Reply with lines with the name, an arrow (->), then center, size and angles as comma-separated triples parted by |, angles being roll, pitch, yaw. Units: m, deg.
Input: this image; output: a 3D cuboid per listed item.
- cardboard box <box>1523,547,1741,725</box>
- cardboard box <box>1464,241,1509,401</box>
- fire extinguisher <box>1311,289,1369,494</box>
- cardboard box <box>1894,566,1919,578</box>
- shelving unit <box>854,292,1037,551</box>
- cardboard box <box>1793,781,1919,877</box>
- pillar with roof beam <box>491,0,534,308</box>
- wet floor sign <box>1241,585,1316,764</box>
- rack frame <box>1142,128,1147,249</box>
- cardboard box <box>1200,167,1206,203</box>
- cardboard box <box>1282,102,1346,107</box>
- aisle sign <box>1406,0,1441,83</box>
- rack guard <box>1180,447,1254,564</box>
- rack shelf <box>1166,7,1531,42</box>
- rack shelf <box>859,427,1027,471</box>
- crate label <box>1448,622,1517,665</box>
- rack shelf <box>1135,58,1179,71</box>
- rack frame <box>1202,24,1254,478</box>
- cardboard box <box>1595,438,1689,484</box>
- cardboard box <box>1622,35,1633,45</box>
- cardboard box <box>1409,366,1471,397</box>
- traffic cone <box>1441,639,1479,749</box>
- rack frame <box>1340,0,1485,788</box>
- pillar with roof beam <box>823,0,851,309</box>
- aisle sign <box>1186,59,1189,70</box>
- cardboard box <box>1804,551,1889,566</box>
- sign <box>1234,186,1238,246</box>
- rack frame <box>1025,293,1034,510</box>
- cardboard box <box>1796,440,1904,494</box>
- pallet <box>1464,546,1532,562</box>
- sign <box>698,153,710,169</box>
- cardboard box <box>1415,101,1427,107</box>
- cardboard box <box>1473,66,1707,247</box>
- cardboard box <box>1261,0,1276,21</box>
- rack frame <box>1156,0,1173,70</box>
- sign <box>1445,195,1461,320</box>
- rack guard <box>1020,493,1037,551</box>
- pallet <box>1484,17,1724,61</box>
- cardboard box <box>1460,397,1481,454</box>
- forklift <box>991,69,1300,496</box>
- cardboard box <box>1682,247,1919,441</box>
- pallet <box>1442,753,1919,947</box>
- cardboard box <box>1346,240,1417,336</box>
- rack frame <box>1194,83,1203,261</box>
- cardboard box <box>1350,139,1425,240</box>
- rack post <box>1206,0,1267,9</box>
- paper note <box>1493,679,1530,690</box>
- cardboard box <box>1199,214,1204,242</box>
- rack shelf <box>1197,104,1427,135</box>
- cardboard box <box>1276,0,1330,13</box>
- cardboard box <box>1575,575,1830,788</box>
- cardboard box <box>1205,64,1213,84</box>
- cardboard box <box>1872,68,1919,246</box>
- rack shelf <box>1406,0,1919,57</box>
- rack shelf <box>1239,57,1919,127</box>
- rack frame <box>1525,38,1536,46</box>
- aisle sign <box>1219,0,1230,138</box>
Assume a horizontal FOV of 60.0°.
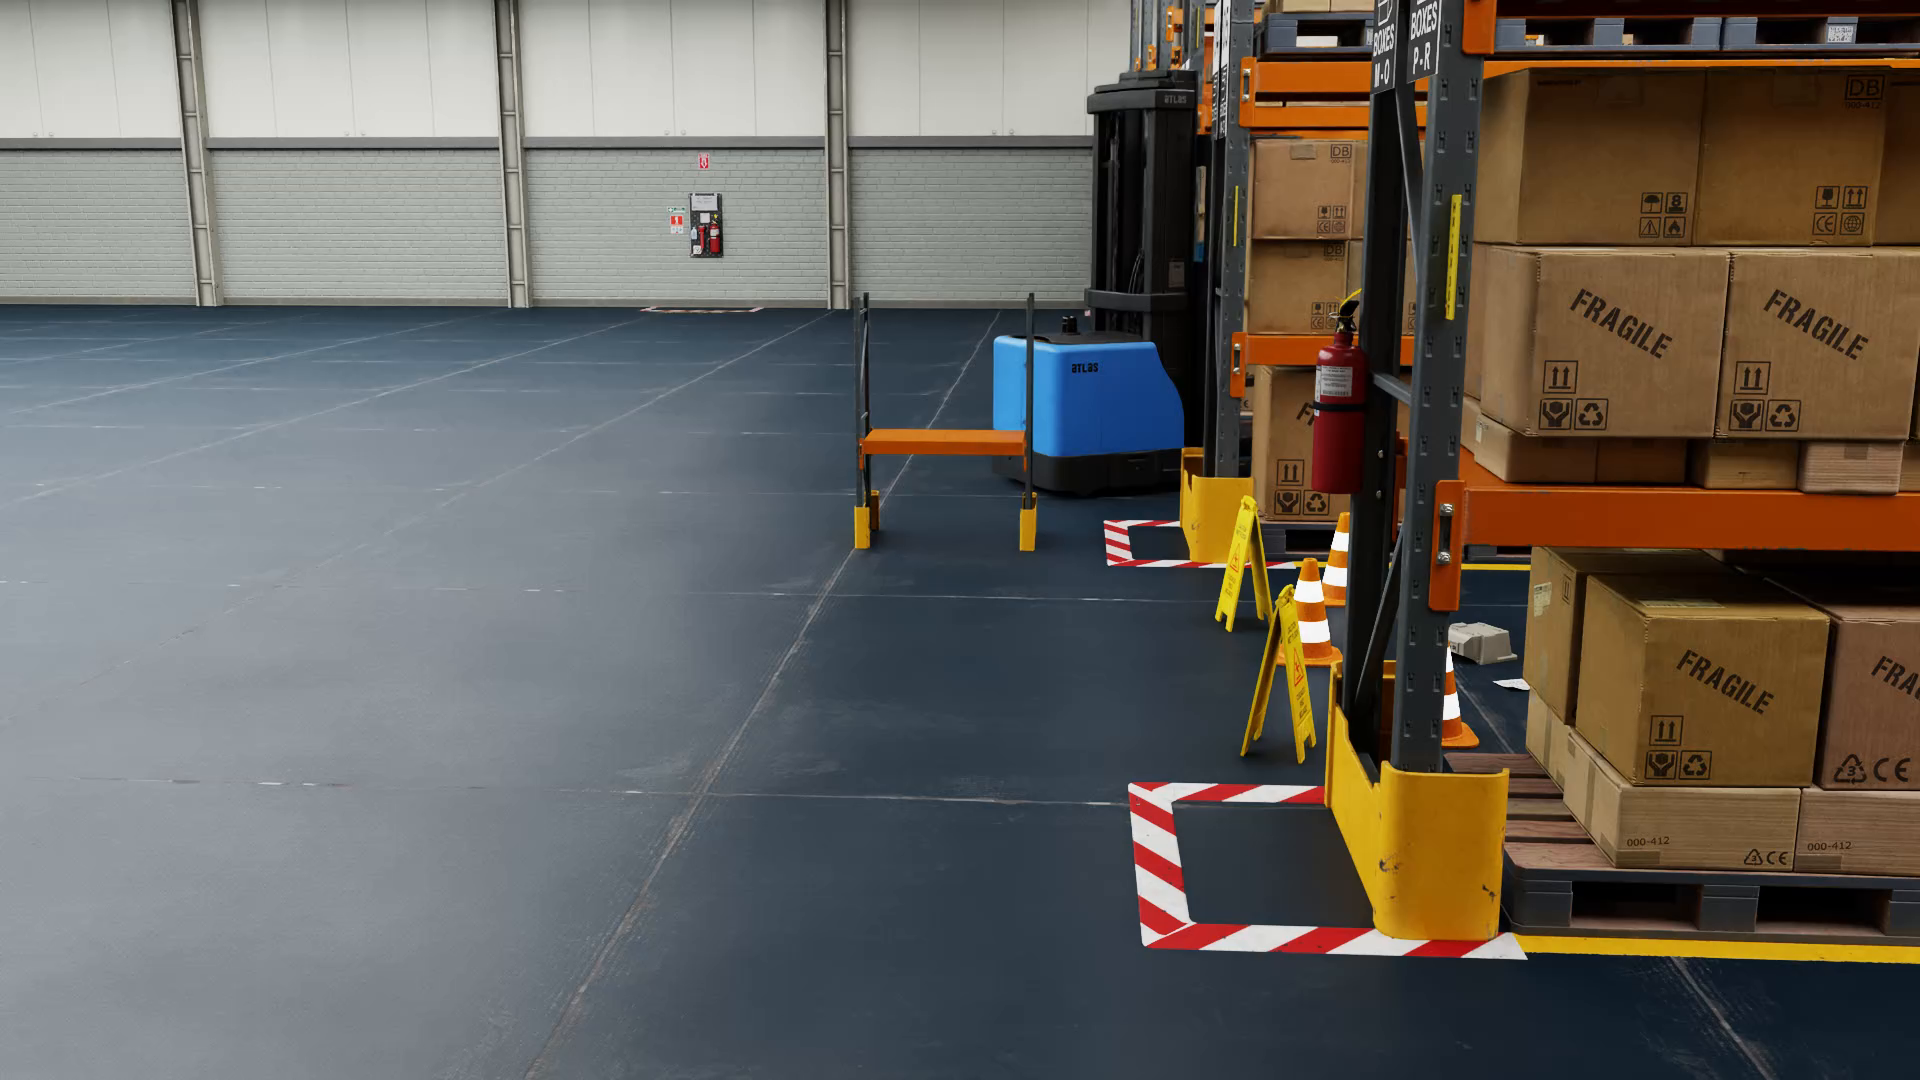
cardboard box -> 2.163, 0.292, 5.405 | 0.500, 0.500, 0.500 | 1, 12, 4
cardboard box -> 1.906, -0.682, 5.234 | 0.500, 0.500, 0.500 | 1, 12, 3
fire extinguisher -> 1.263, -0.497, 5.506 | 0.183, 0.674, 0.296 | 1, 12, 4
cardboard box -> 3.187, 0.307, 5.334 | 0.500, 0.500, 0.500 | 1, 12, 2
shelving unit -> -0.076, -0.735, 10.119 | 1.083, 1.500, 0.587 | 1, 12, 4
cardboard box -> 2.641, 0.777, 4.916 | 0.500, 0.250, 0.500 | 1, 12, 6
pillar with roof beam -> -8.503, -7.888, 25.997 | 0.400, 9.000, 9.100 | 1, 12, 4
wet floor sign -> 1.228, 0.492, 6.339 | 0.232, 0.644, 0.267 | 5, 13, 23
rack frame -> 2.674, -4.487, 24.394 | 0.127, 3.000, 1.000 | 1, 12, 4
cardboard box -> 3.717, -5.155, 24.175 | 0.500, 0.500, 0.700 | 0, 12, 2
cardboard box -> 2.987, -3.793, 14.116 | 0.500, 0.250, 0.500 | 1, 12, 2
aisle sign -> 1.264, -1.649, 4.476 | 0.004, 0.787, 0.394 | 1, 12, 4
rack guard -> 1.552, -0.228, 10.139 | 0.348, 0.500, 1.175 | 1, 12, 4
rack shelf -> 4.335, -5.837, 18.926 | 4.000, 0.370, 1.077 | 1, 12, 4
rack shelf -> -0.085, -0.559, 10.157 | 1.000, 0.185, 0.538 | 1, 12, 4
crate label -> 2.385, 0.471, 7.681 | 0.298, 0.136, 0.250 | -6, 13, -26
rack shelf -> 4.997, -8.055, 28.561 | 4.000, 0.370, 1.077 | 1, 12, 4
rack frame -> 1.576, -1.452, 9.882 | 0.127, 3.000, 1.000 | 1, 12, 4
cardboard box -> 1.924, -0.269, 4.840 | 0.250, 0.149, 0.380 | 1, 12, 5
cardboard box -> 5.533, -4.270, 13.839 | 0.500, 0.500, 0.500 | 0, 12, 2
cardboard box -> 3.135, -0.610, 10.021 | 0.875, 0.875, 0.875 | 1, 12, 3
traffic cone -> 1.861, 0.545, 6.532 | 0.334, 0.463, 0.336 | 1, 12, 4
rack frame -> 1.346, -0.439, 5.041 | 0.127, 3.000, 1.000 | 1, 12, 4
pillar with roof beam -> -2.517, -7.805, 25.605 | 0.400, 9.000, 9.100 | 1, 12, 4
aisle sign -> 1.927, -3.676, 14.164 | 0.004, 0.787, 0.394 | 1, 12, 4
cardboard box -> 2.784, -0.030, 5.360 | 0.250, 0.149, 0.380 | 1, 12, 5
sign -> 1.533, -1.801, 9.243 | 0.005, 0.325, 0.100 | 1, 12, 4
rack frame -> 0.422, -0.728, 10.087 | 0.032, 1.500, 0.500 | 1, 12, 4
cardboard box -> 2.434, -0.235, 4.681 | 0.250, 0.149, 0.380 | 1, 12, 5
pallet -> 3.593, -0.075, 10.109 | 1.213, 0.211, 1.003 | 1, 12, 4
sign -> -4.693, -6.945, 30.483 | 0.199, 0.298, 0.001 | 1, 12, 4
cardboard box -> 4.001, -3.779, 14.050 | 0.500, 0.250, 0.500 | 1, 12, 5
cardboard box -> 1.871, -1.161, 5.077 | 0.500, 0.500, 0.700 | 0, 12, 2
cardboard box -> 1.931, -3.116, 9.856 | 0.250, 0.149, 0.380 | 1, 12, 4
rack frame -> 2.339, -6.412, 18.942 | 0.127, 3.000, 1.000 | 1, 12, 4
sign -> 1.310, -0.752, 4.422 | 0.005, 0.325, 0.100 | 1, 12, 4
rack guard -> 0.421, -0.117, 10.215 | 0.087, 0.250, 0.587 | 1, 12, 4
pallet -> 3.538, -2.852, 9.468 | 1.213, 0.211, 1.003 | 1, 12, 4
cardboard box -> 1.734, -0.355, 5.251 | 0.250, 0.149, 0.380 | 1, 12, 6
forklift -> 1.787, -1.927, 12.323 | 3.031, 2.935, 1.130 | -6, 13, -26
cardboard box -> 2.317, -0.564, 4.667 | 0.500, 0.500, 0.500 | 1, 12, 5
pallet -> 2.230, 0.945, 5.234 | 1.213, 0.211, 1.003 | 1, 12, 4
cardboard box -> 2.500, -1.526, 9.872 | 0.550, 0.550, 0.875 | 1, 12, 4
rack frame -> 2.008, -2.464, 14.719 | 0.127, 3.000, 1.000 | 1, 12, 4
cardboard box -> 2.499, -2.052, 9.748 | 0.550, 0.550, 0.875 | 1, 12, 4
rack post -> 3.085, -6.131, 18.819 | 0.954, 0.300, 0.937 | 2, 12, 10
paper note -> 2.422, 0.621, 7.227 | 0.142, 0.019, 0.148 | -3, 12, -16
cardboard box -> 3.663, -4.521, 24.311 | 0.500, 0.500, 0.700 | 1, 12, 5
rack shelf -> 4.004, -3.552, 14.355 | 4.000, 0.370, 1.077 | 1, 12, 4
cardboard box -> 1.897, -2.981, 9.211 | 0.250, 0.149, 0.380 | 1, 12, 4
cardboard box -> 2.156, 0.402, 4.879 | 0.500, 0.500, 0.500 | 0, 12, 2
cardboard box -> 2.306, -4.113, 14.673 | 0.250, 0.149, 0.380 | 1, 12, 4
cardboard box -> 2.891, -1.166, 5.104 | 0.500, 0.500, 0.700 | 1, 12, 3
rack shelf -> 3.342, -1.528, 4.676 | 4.000, 0.370, 1.077 | 1, 12, 4
rack shelf -> 3.572, -2.540, 9.517 | 4.000, 0.370, 1.077 | 1, 12, 4
rack frame -> 6.330, -6.357, 18.680 | 0.127, 3.000, 1.000 | 1, 12, 4
aisle sign -> 1.485, -2.664, 9.327 | 0.004, 0.787, 0.394 | 1, 12, 4
